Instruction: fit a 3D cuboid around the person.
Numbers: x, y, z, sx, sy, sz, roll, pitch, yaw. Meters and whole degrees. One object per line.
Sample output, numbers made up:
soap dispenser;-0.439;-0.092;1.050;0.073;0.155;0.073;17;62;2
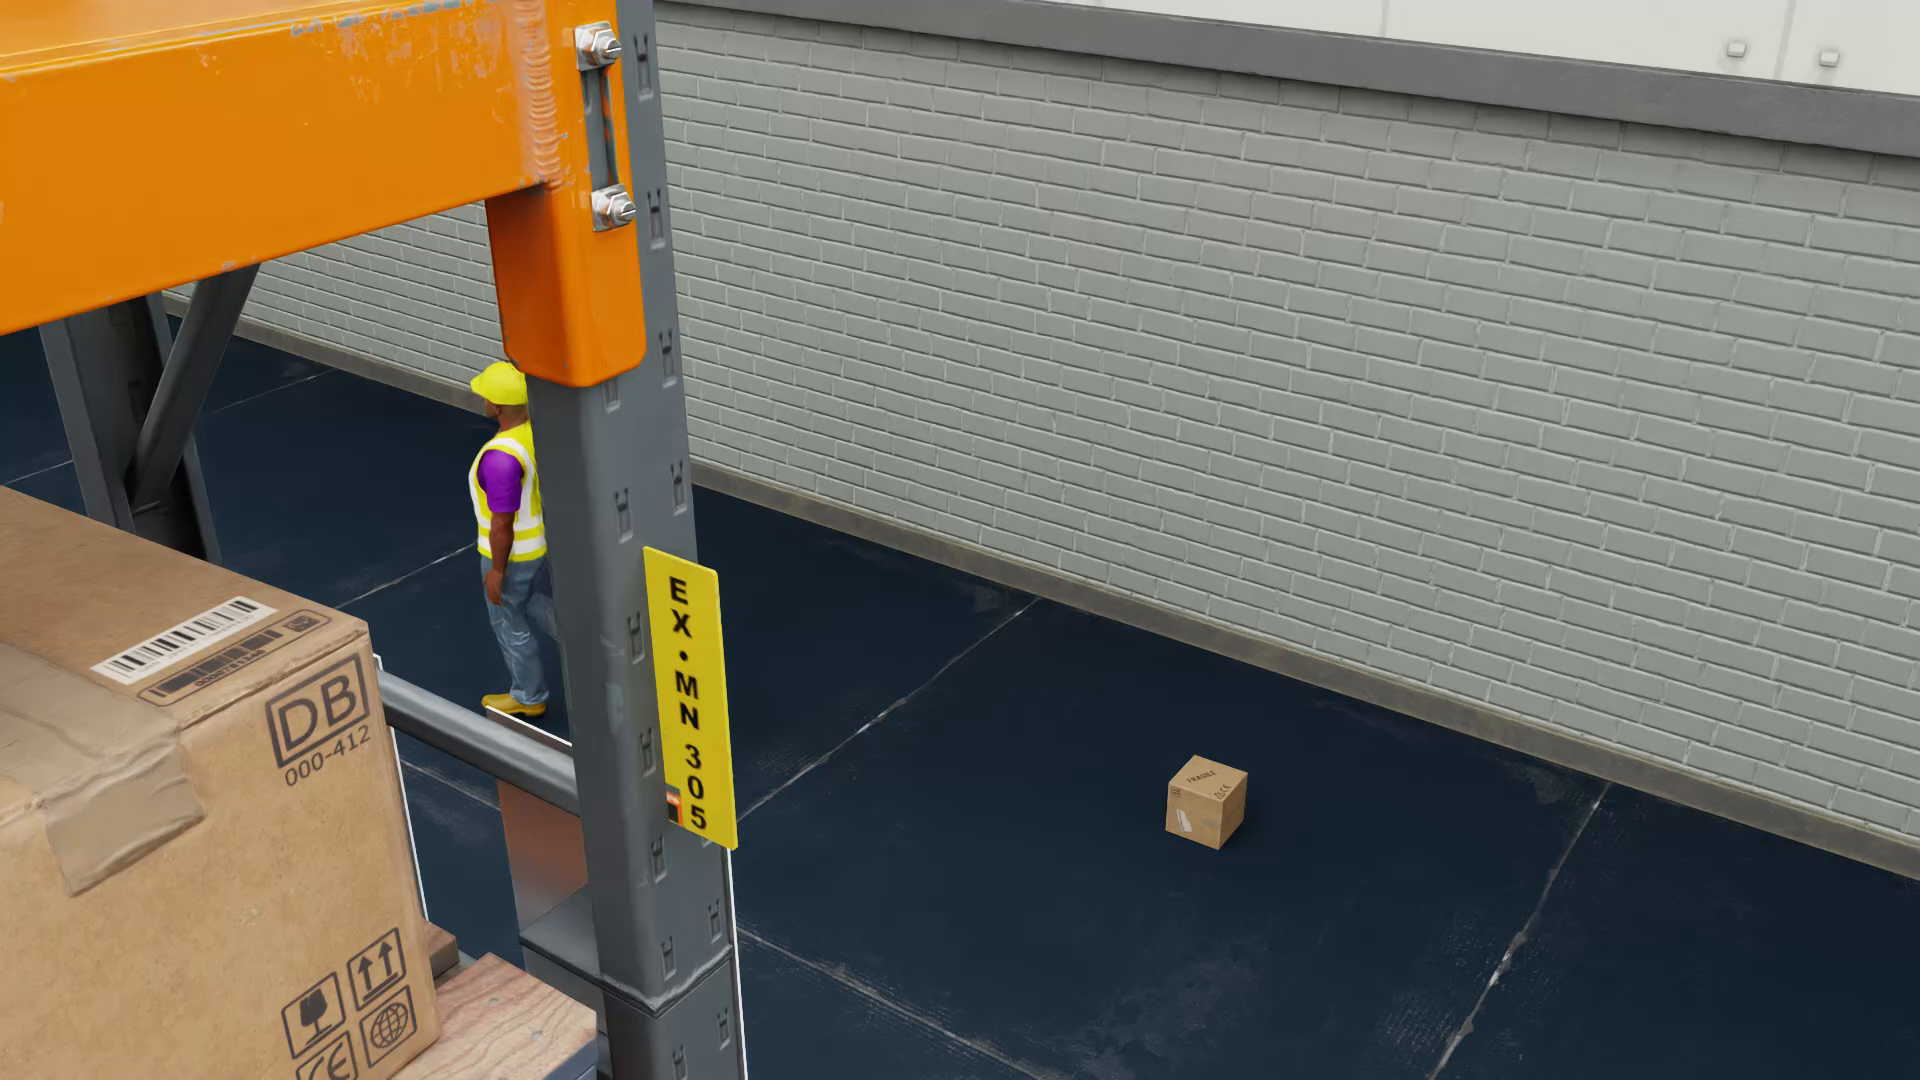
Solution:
person;-1.956;0.014;7.517;0.606;1.756;0.571;6;27;11
